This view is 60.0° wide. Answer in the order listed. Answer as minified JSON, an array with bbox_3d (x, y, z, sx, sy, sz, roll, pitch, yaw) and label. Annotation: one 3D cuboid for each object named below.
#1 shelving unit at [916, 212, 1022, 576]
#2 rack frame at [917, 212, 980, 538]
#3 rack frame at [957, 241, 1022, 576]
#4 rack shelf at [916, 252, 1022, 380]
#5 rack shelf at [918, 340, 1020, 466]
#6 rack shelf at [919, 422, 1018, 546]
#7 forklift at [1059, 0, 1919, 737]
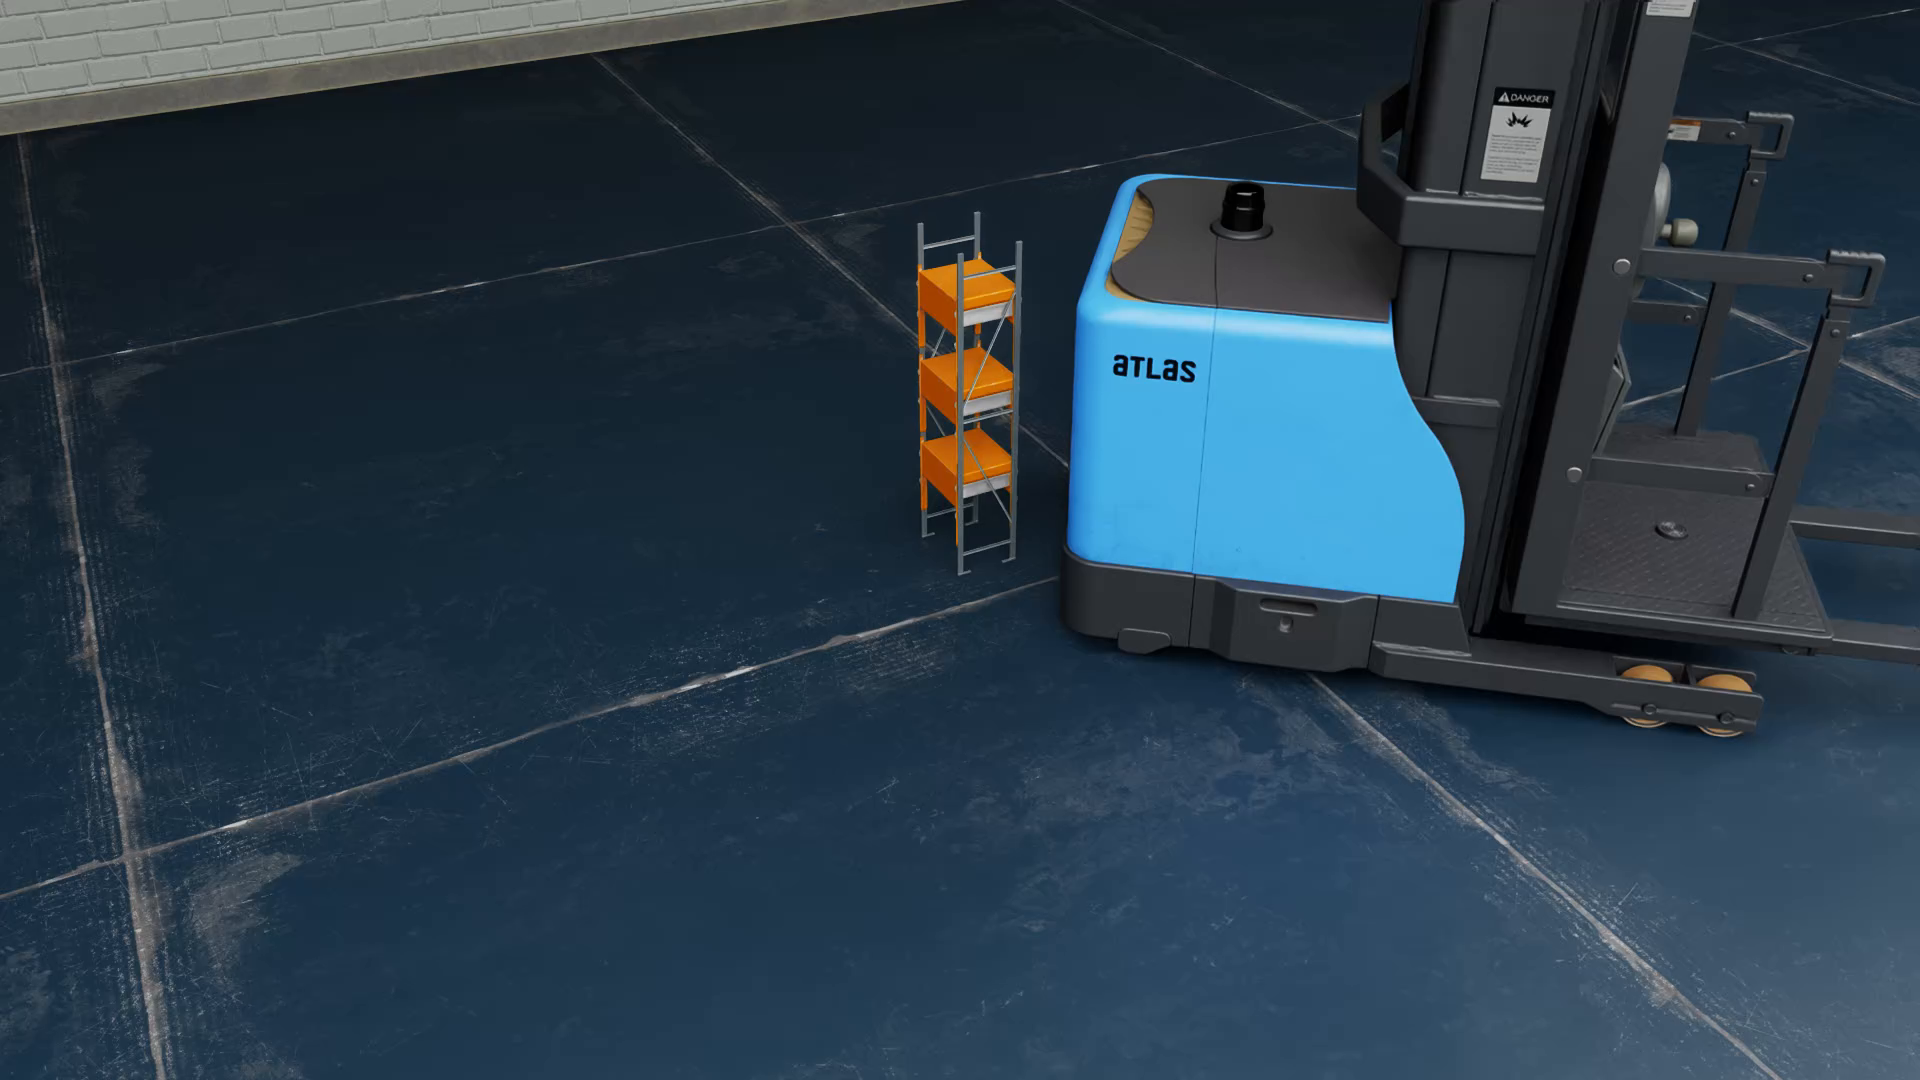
[{"bbox_3d":[0.025,-0.417,4.927,0.215,1.050,0.252,-16,36,-23],"label":"shelving unit"},{"bbox_3d":[-0.032,-0.475,5.018,0.200,1.050,0.008,-16,36,-23],"label":"rack frame"},{"bbox_3d":[0.082,-0.358,4.836,0.200,1.050,0.008,-16,36,-23],"label":"rack frame"},{"bbox_3d":[0.025,-0.647,4.780,0.215,0.259,0.240,-16,36,-23],"label":"rack shelf"},{"bbox_3d":[0.025,-0.408,4.933,0.215,0.259,0.240,-16,36,-23],"label":"rack shelf"},{"bbox_3d":[0.025,-0.174,5.083,0.215,0.259,0.240,-16,36,-23],"label":"rack shelf"},{"bbox_3d":[1.857,-1.023,4.130,3.031,2.935,1.130,6,33,10],"label":"forklift"}]
